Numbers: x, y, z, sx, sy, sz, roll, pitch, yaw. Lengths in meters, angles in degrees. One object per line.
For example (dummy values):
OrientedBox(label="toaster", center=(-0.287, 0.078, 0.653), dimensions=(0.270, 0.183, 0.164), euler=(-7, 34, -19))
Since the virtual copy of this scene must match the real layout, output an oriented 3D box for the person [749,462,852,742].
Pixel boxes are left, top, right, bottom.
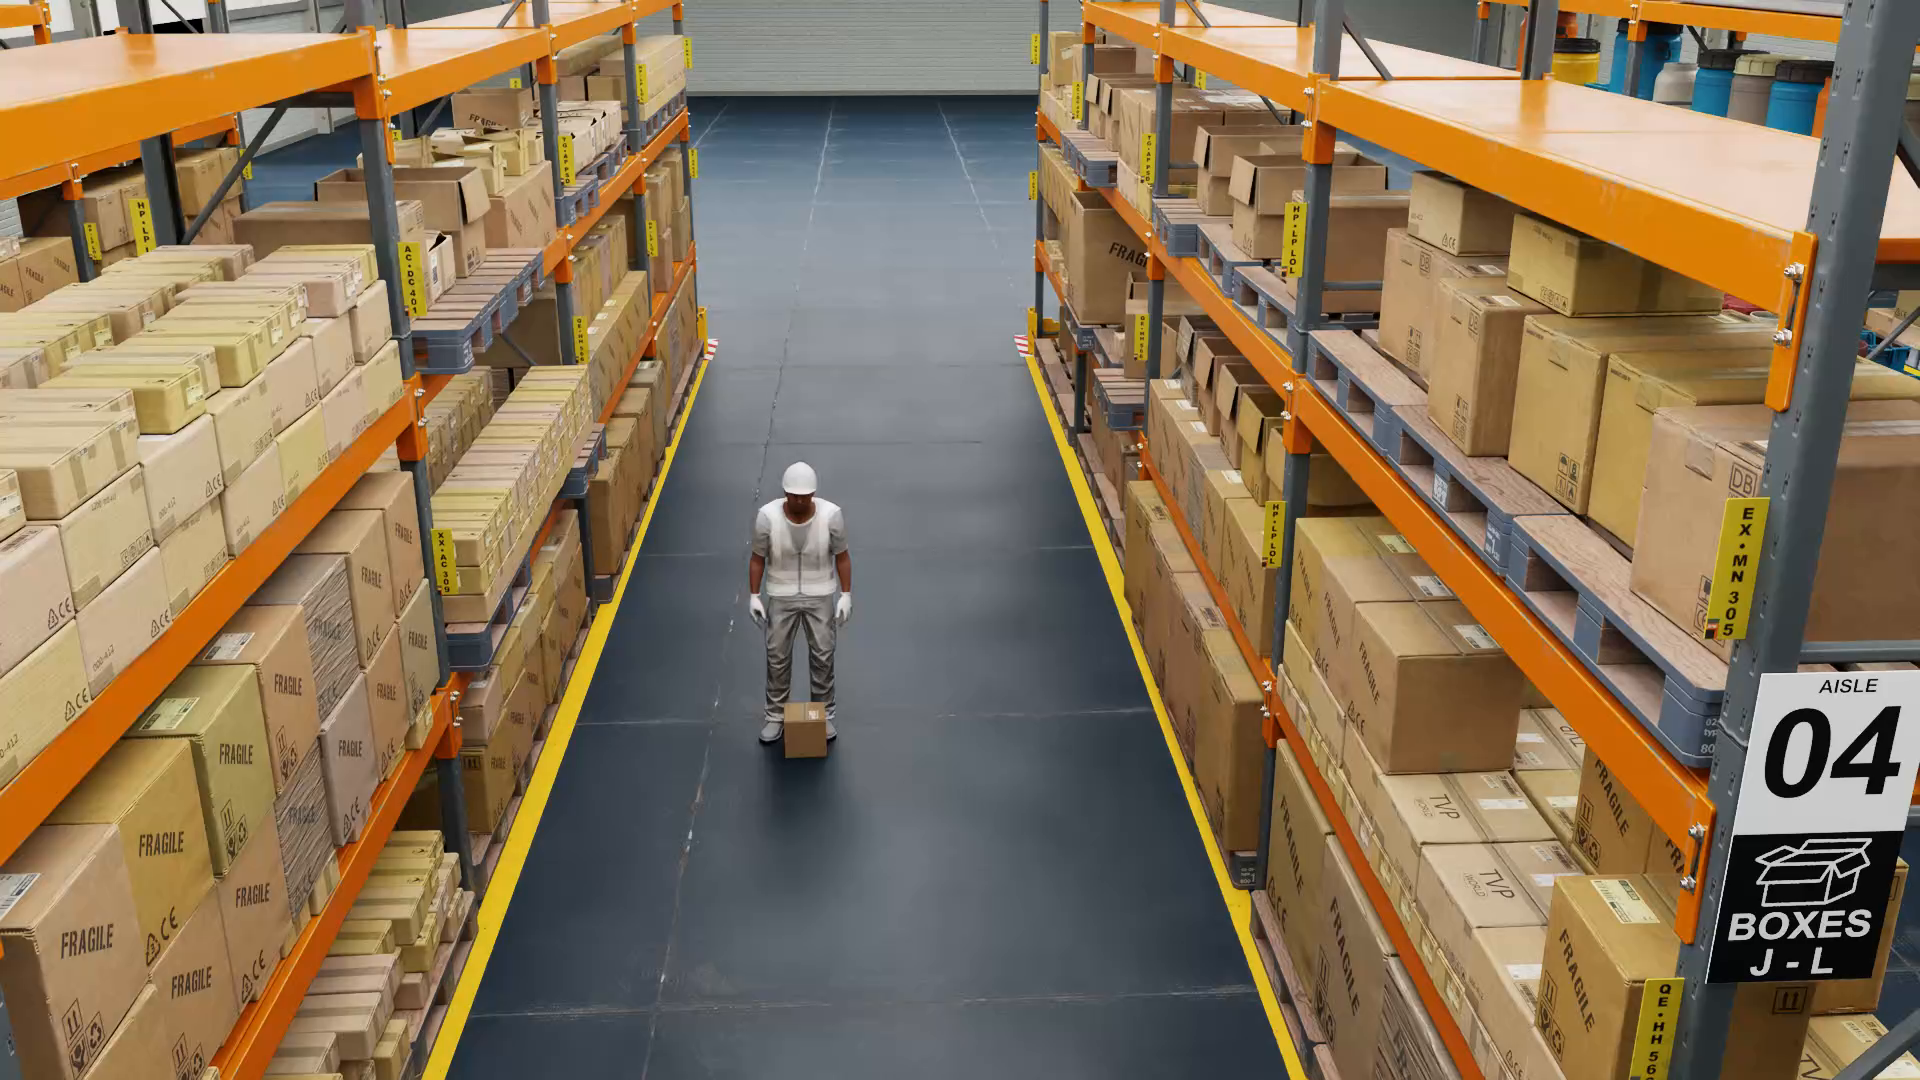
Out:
OrientedBox(label="person", center=(-0.966, 0.364, 10.070), dimensions=(0.621, 1.774, 0.453), euler=(-1, 20, -4))
